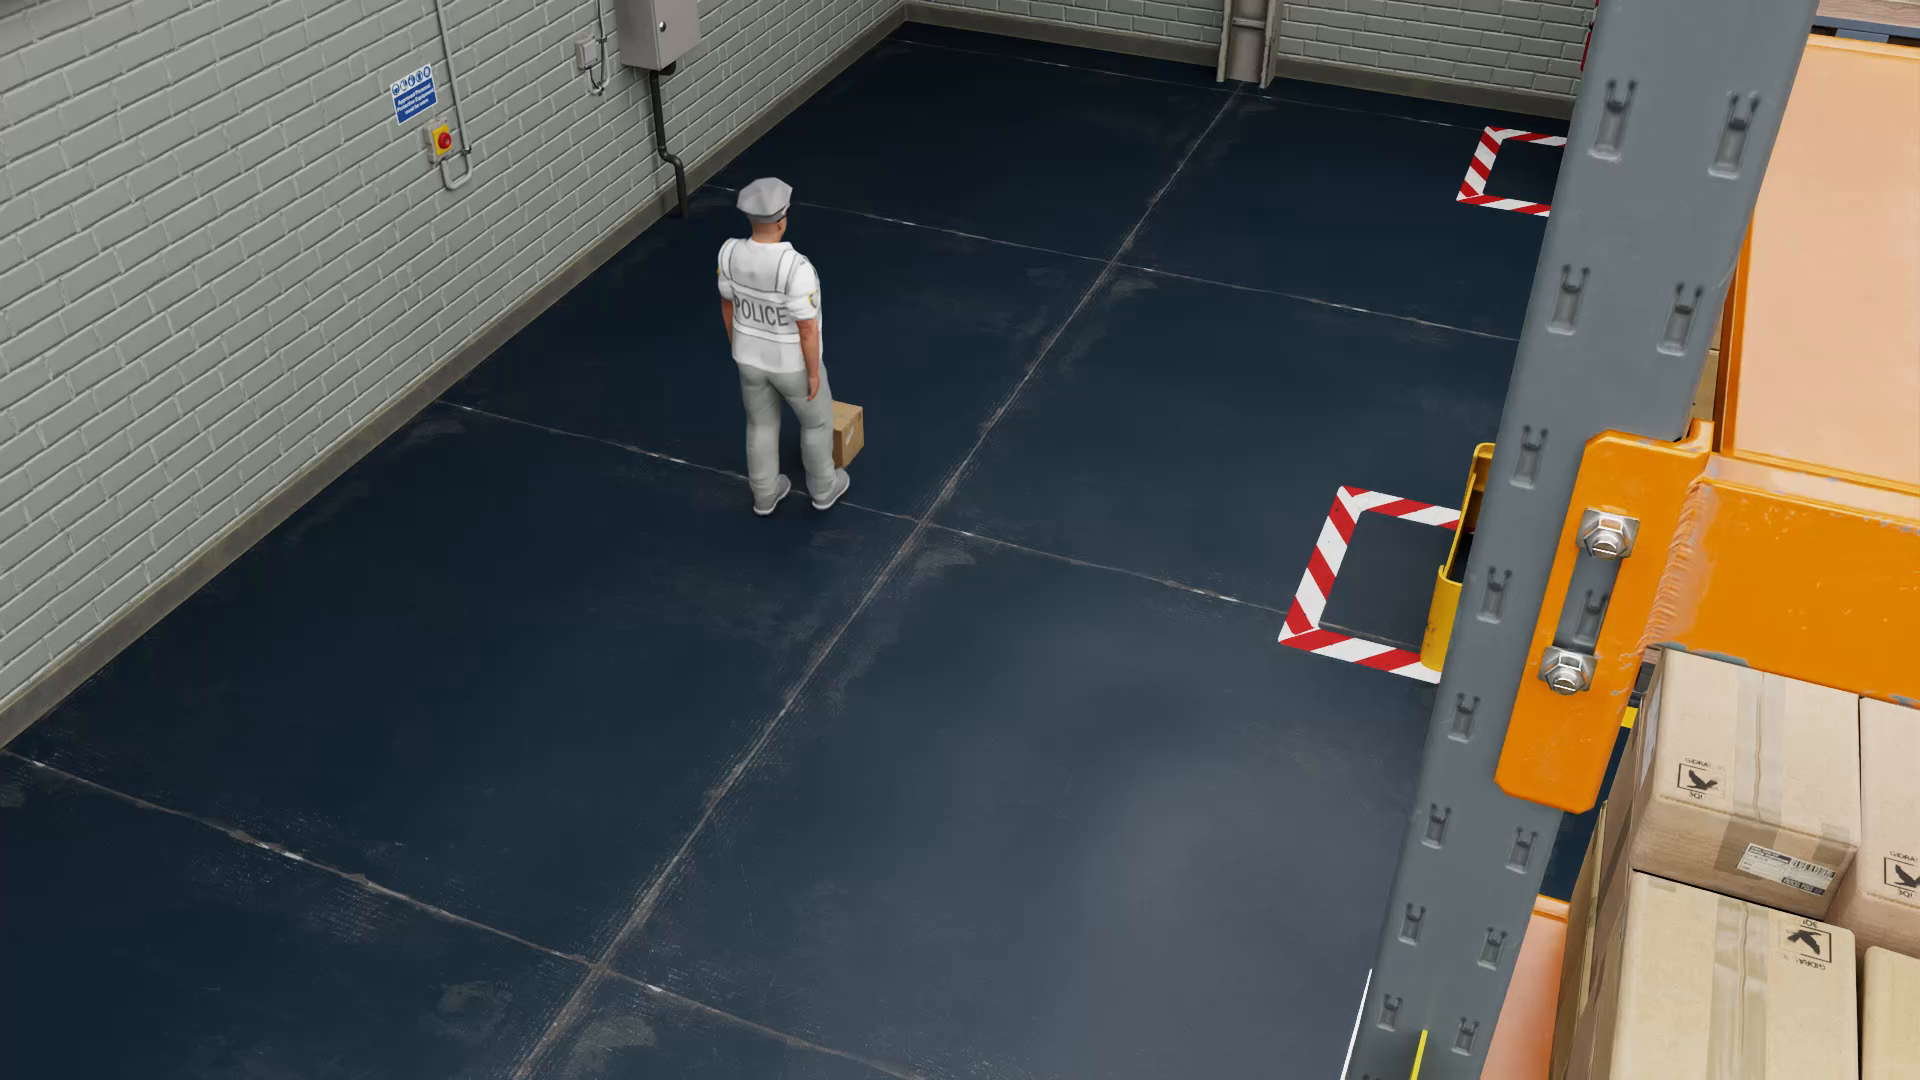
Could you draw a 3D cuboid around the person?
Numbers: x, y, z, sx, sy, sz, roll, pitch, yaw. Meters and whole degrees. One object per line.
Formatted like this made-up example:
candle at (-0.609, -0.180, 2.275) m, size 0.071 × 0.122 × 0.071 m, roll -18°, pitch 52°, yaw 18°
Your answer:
person at (-0.852, -0.925, 8.020) m, size 0.538 × 1.759 × 0.516 m, roll 15°, pitch 40°, yaw 19°
